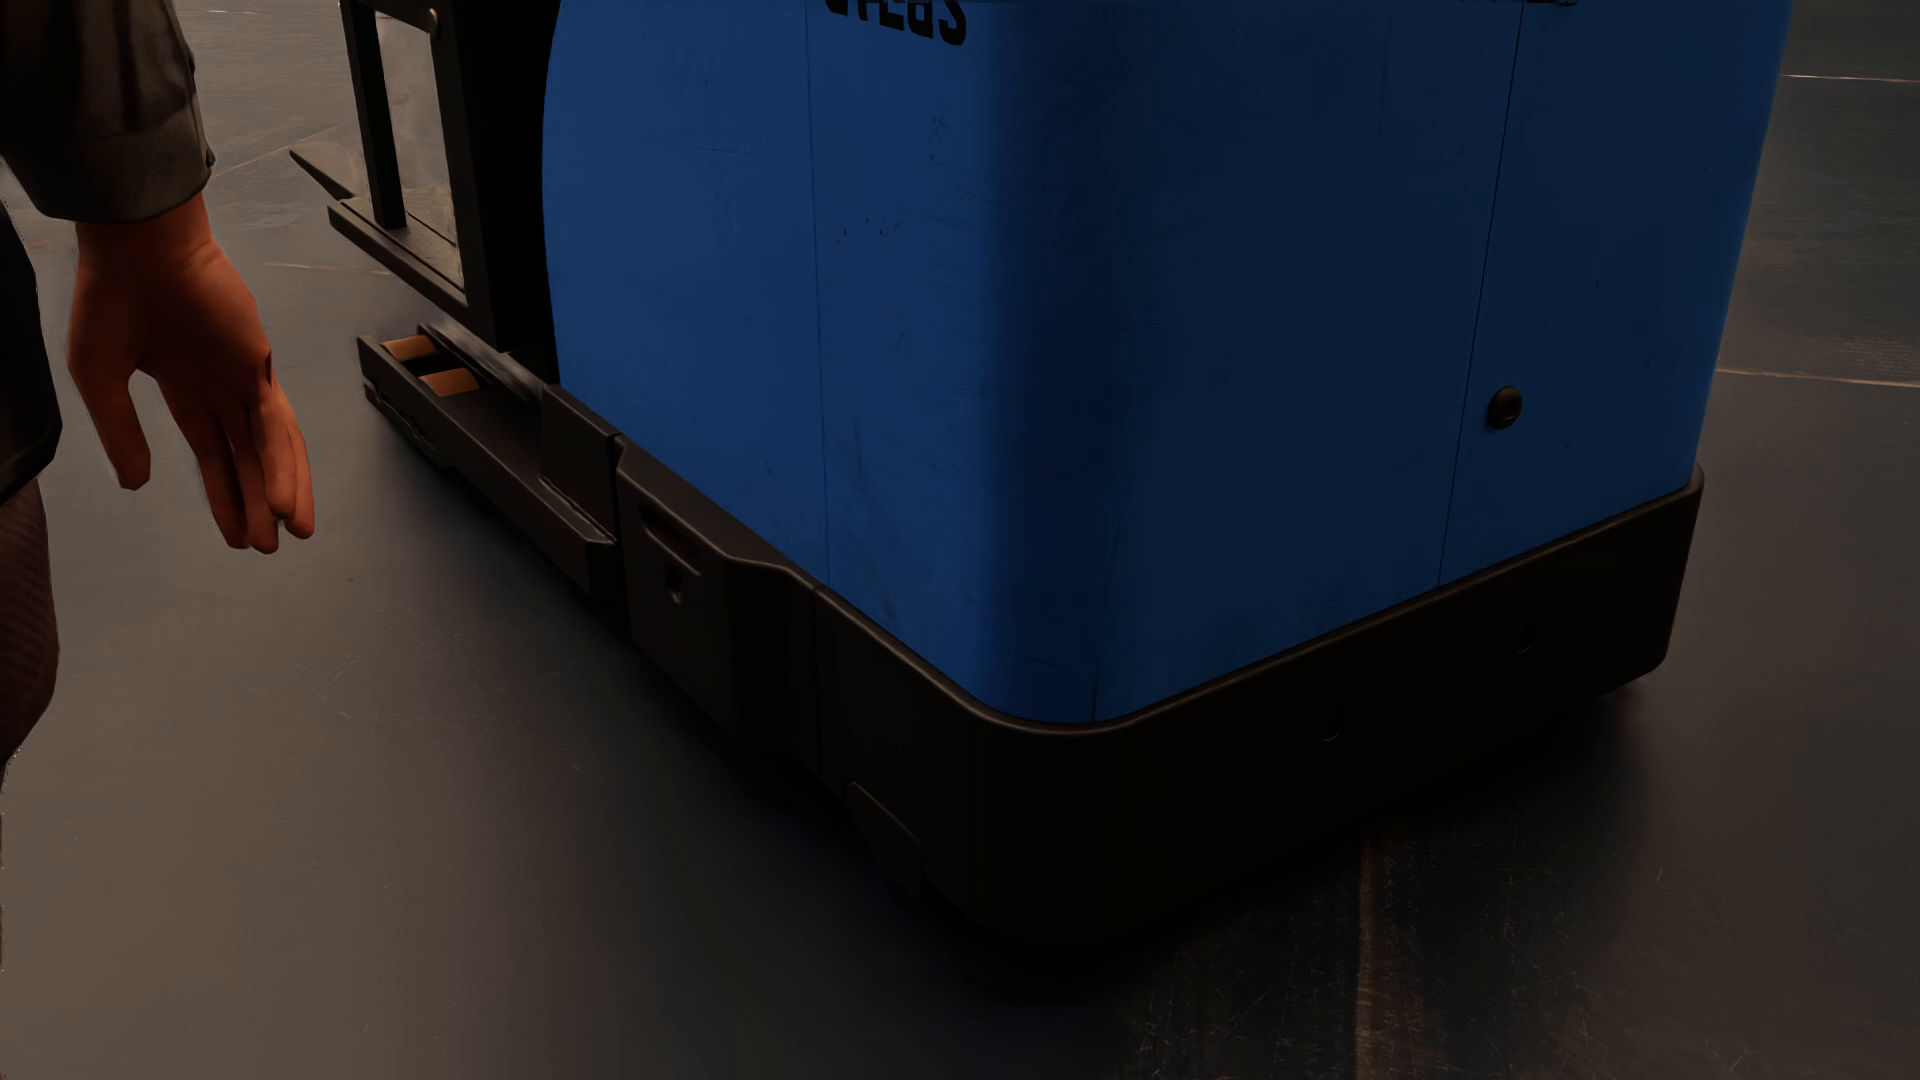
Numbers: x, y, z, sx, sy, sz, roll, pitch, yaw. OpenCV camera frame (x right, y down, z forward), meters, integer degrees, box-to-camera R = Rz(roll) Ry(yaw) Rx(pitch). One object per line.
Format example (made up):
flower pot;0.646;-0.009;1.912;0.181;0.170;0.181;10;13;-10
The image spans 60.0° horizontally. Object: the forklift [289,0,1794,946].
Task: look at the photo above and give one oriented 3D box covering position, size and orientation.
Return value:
forklift;-0.374;-1.533;2.286;1.130;2.935;3.031;-18;32;-31
